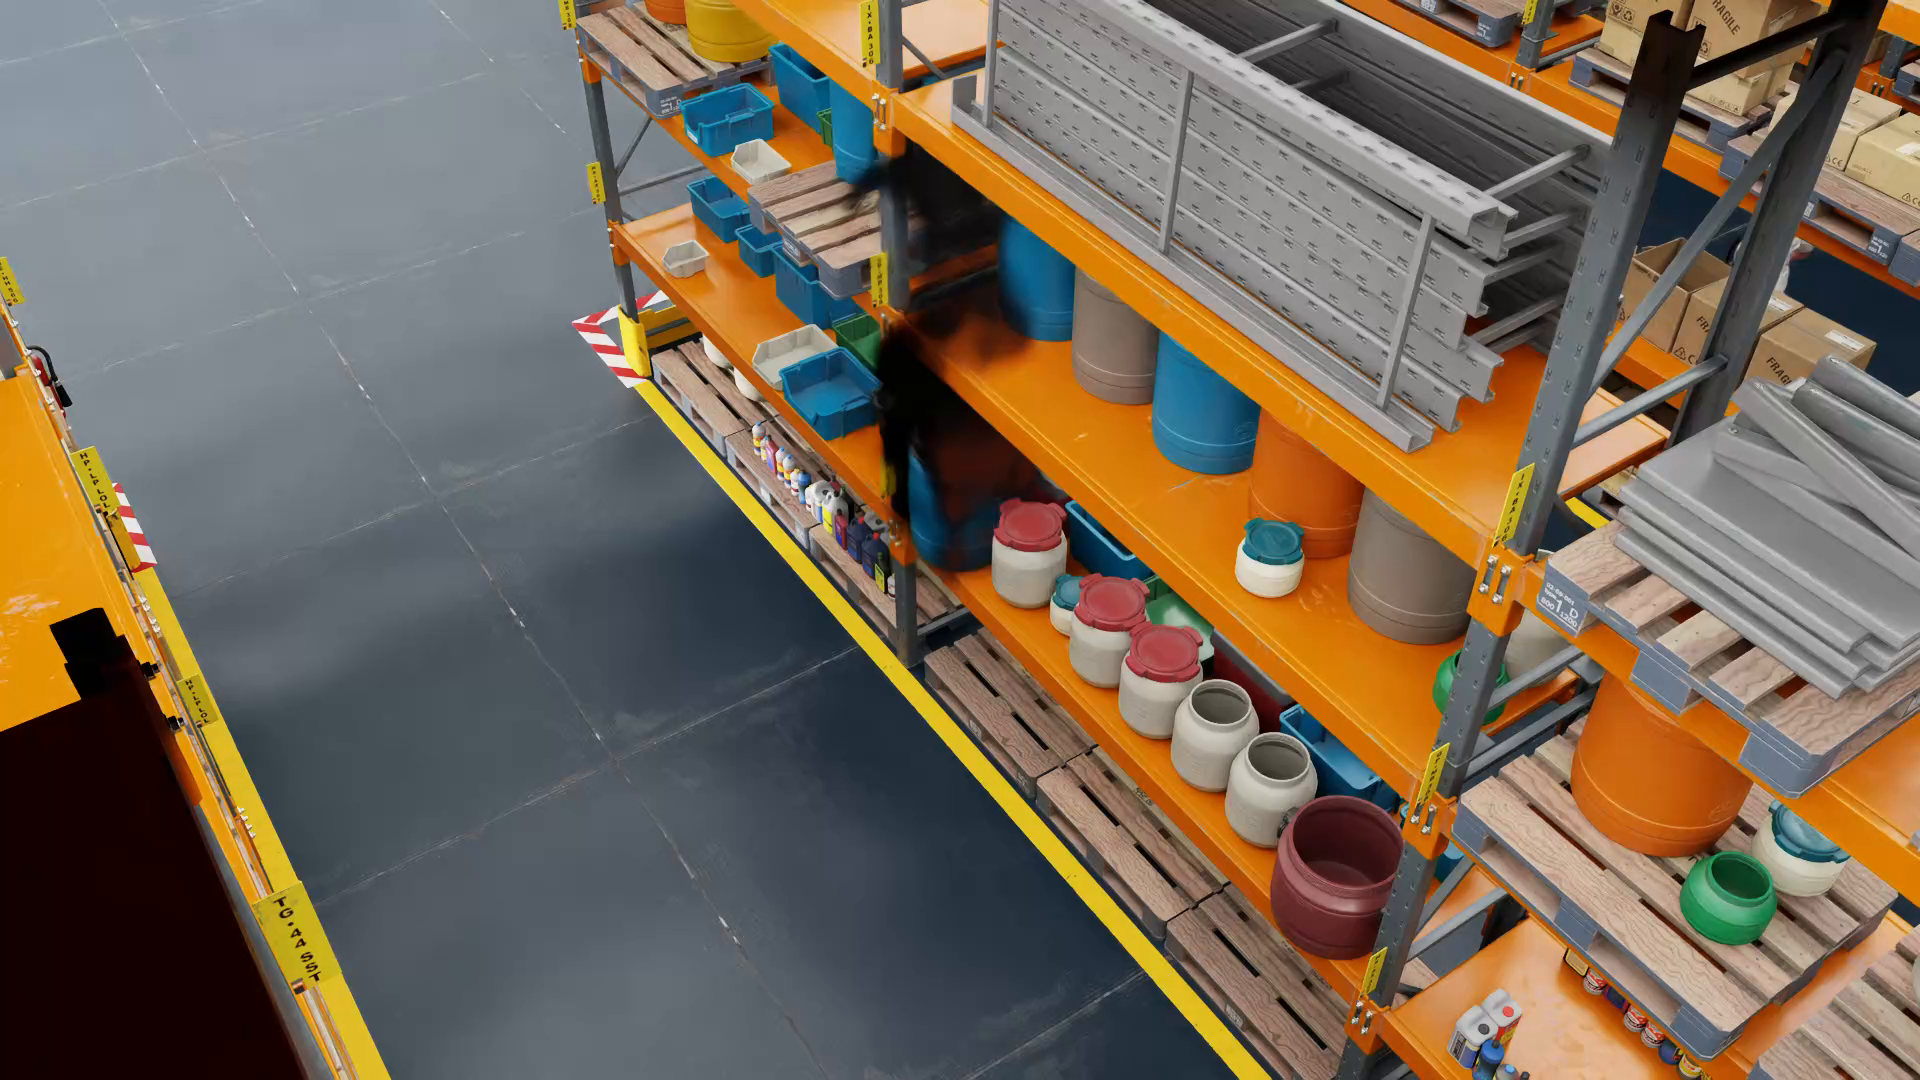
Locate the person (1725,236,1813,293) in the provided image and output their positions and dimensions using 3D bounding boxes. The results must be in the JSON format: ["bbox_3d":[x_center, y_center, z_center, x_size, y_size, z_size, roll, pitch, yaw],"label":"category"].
[{"bbox_3d":[6.045,-1.902,12.562,0.664,1.749,0.632,-22,47,-22],"label":"person"}]
